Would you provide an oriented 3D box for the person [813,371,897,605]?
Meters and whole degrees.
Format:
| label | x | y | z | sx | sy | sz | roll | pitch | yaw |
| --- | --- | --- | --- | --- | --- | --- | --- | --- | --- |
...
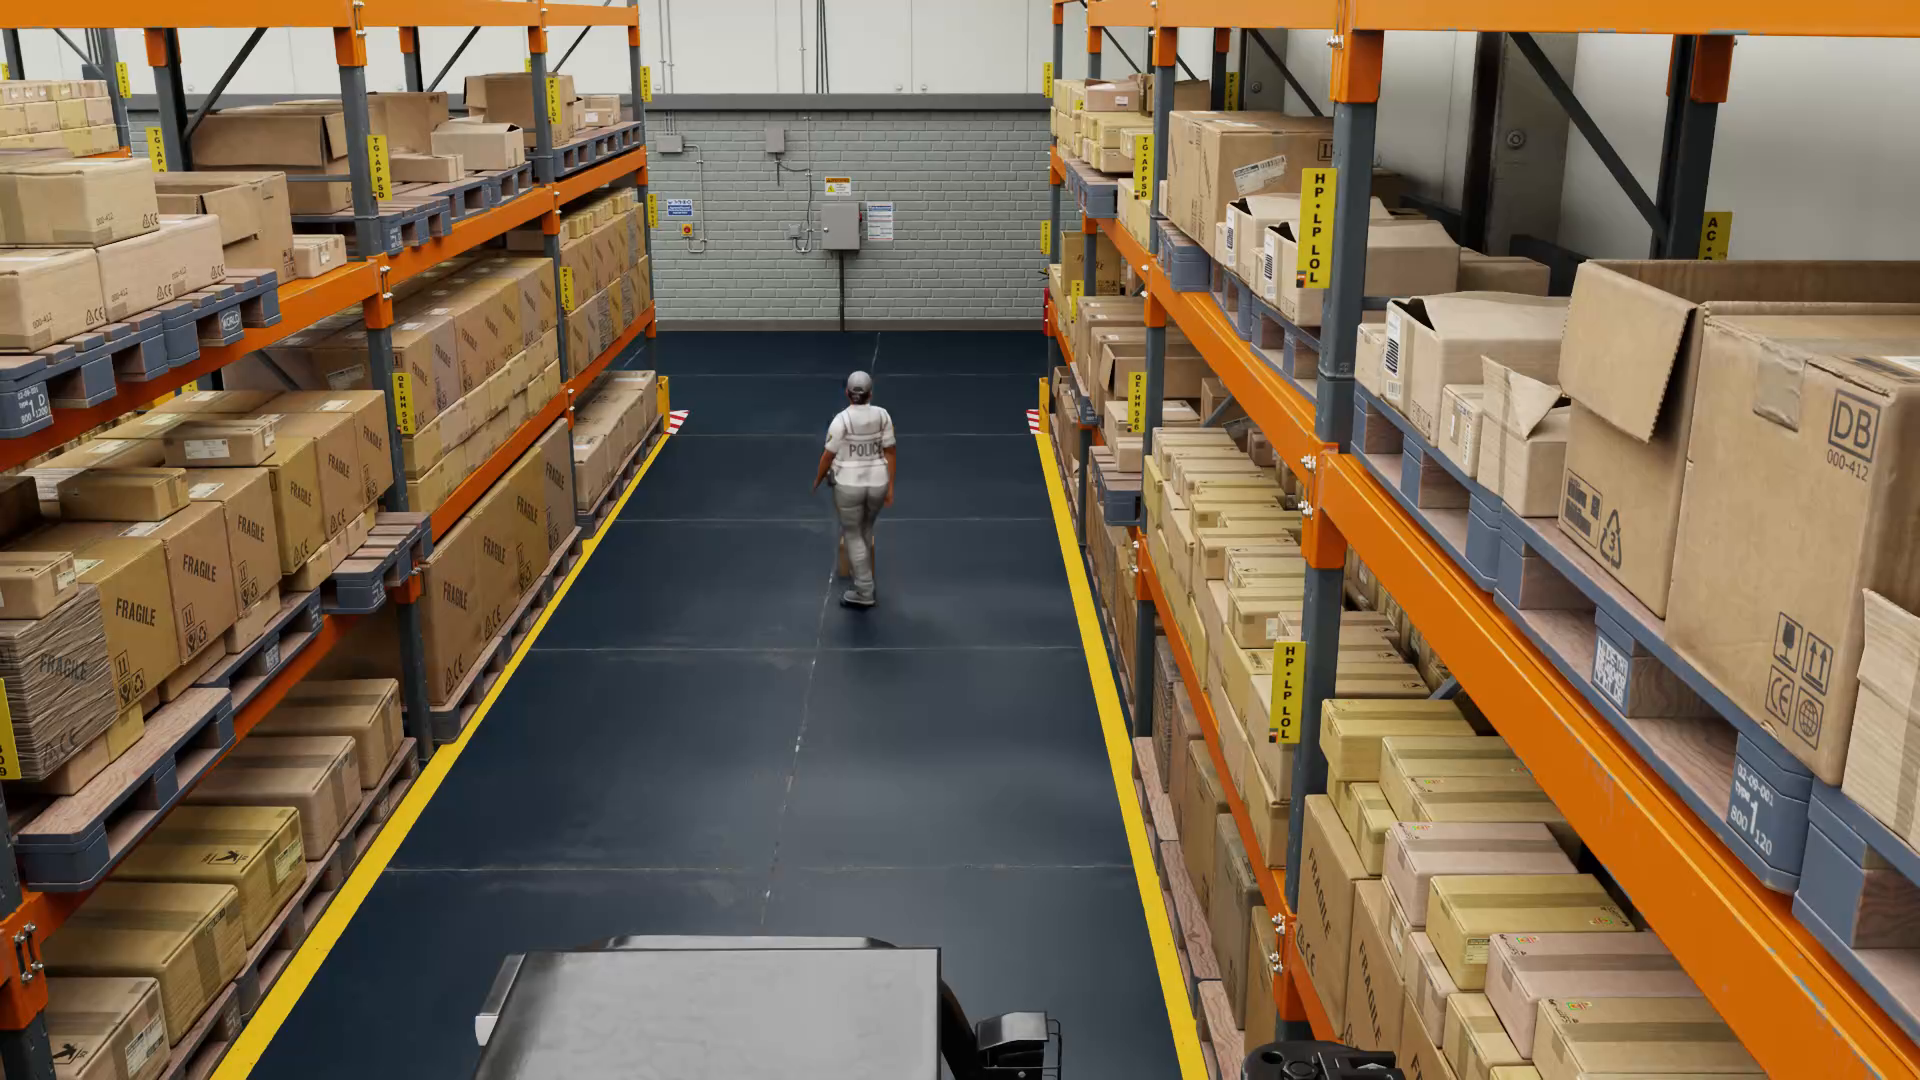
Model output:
| label | x | y | z | sx | sy | sz | roll | pitch | yaw |
| --- | --- | --- | --- | --- | --- | --- | --- | --- | --- |
| person | -0.752 | -0.349 | 11.743 | 0.498 | 1.731 | 0.594 | -12 | 21 | -34 |
